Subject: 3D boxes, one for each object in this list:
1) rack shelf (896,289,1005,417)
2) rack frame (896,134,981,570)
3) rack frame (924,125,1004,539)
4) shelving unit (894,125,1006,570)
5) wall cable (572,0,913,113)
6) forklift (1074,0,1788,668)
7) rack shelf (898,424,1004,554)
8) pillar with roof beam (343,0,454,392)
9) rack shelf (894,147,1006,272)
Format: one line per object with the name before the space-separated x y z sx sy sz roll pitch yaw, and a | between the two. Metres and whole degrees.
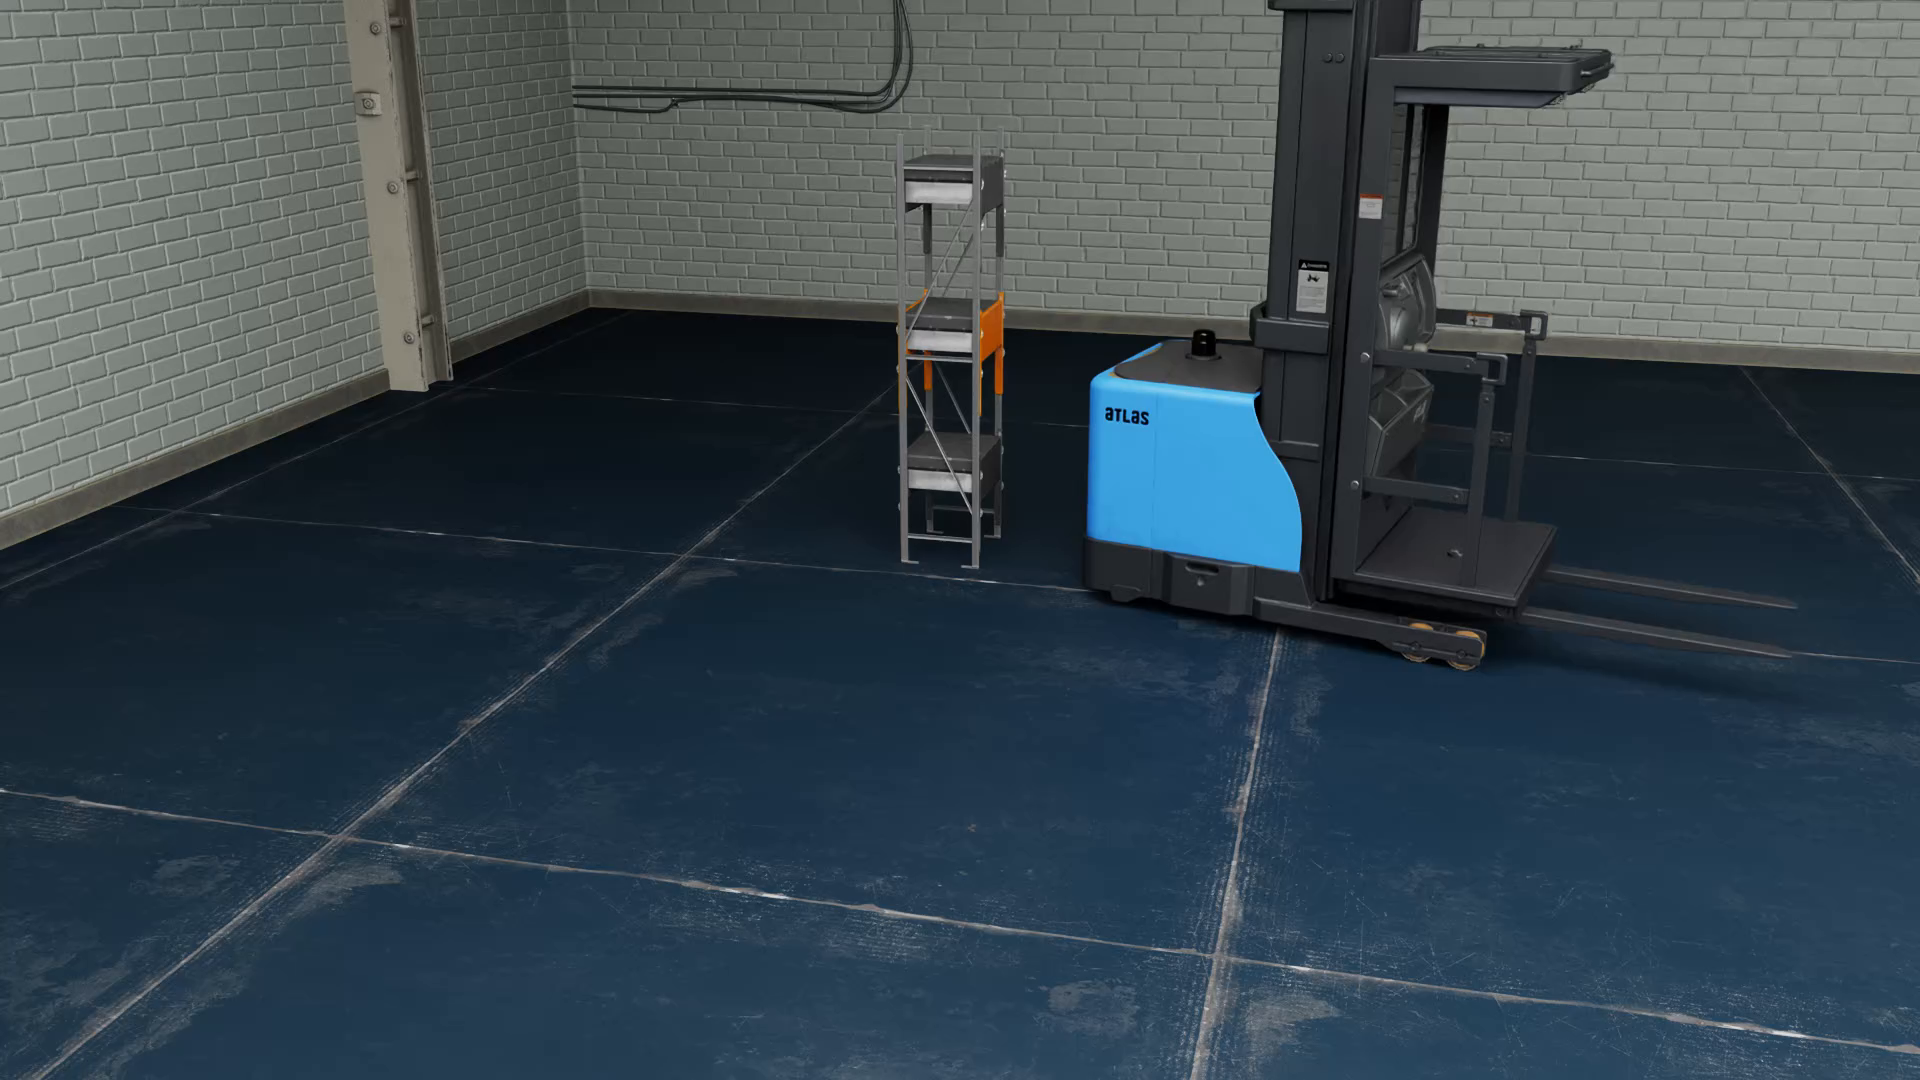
rack shelf | -0.040 -0.929 8.201 0.431 0.518 0.480 5 19 13
rack frame | -0.100 -0.865 7.972 0.400 2.100 0.015 5 19 13
rack frame | 0.019 -1.018 8.420 0.400 2.100 0.015 5 19 13
shelving unit | -0.040 -0.942 8.196 0.431 2.100 0.503 5 19 13
wall cable | -1.884 -4.731 13.421 3.097 2.526 0.112 5 19 13
forklift | 2.090 -1.036 7.185 3.031 2.935 1.130 10 21 26
rack shelf | -0.040 -0.266 8.427 0.431 0.518 0.480 5 19 13
pillar with roof beam | 0.289 -5.042 9.526 9.100 9.000 0.400 5 19 13
rack shelf | -0.040 -1.591 7.974 0.431 0.518 0.480 5 19 13
